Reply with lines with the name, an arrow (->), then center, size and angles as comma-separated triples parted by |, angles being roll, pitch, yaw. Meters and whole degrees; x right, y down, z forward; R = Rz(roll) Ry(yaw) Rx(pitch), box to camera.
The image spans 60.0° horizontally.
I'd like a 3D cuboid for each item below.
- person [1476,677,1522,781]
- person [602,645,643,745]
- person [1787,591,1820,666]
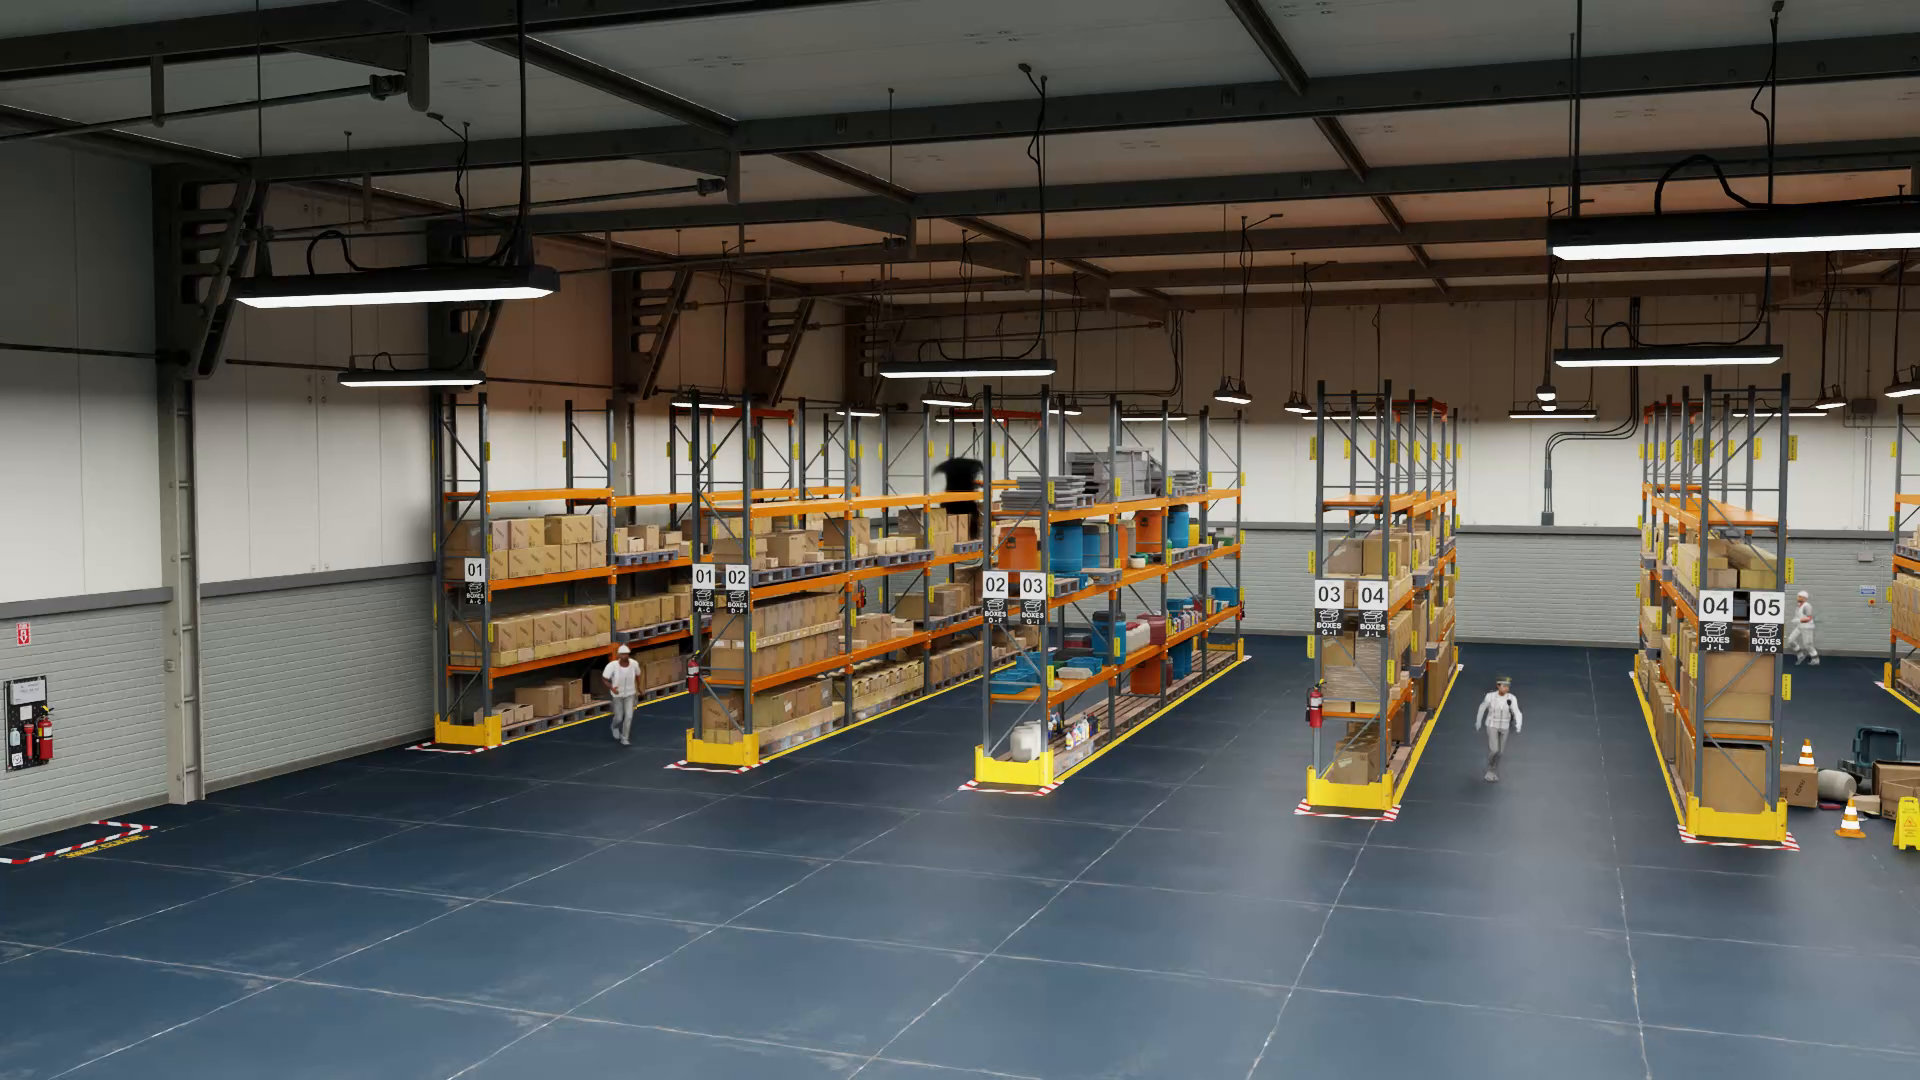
person -> 8.138, 2.845, 25.002 | 0.572, 1.619, 0.771 | 0, 3, 1
person -> -5.790, 2.641, 28.462 | 0.701, 1.714, 0.761 | -1, 3, -24
person -> 19.587, 2.064, 38.605 | 0.778, 1.757, 0.613 | 0, 3, -1
